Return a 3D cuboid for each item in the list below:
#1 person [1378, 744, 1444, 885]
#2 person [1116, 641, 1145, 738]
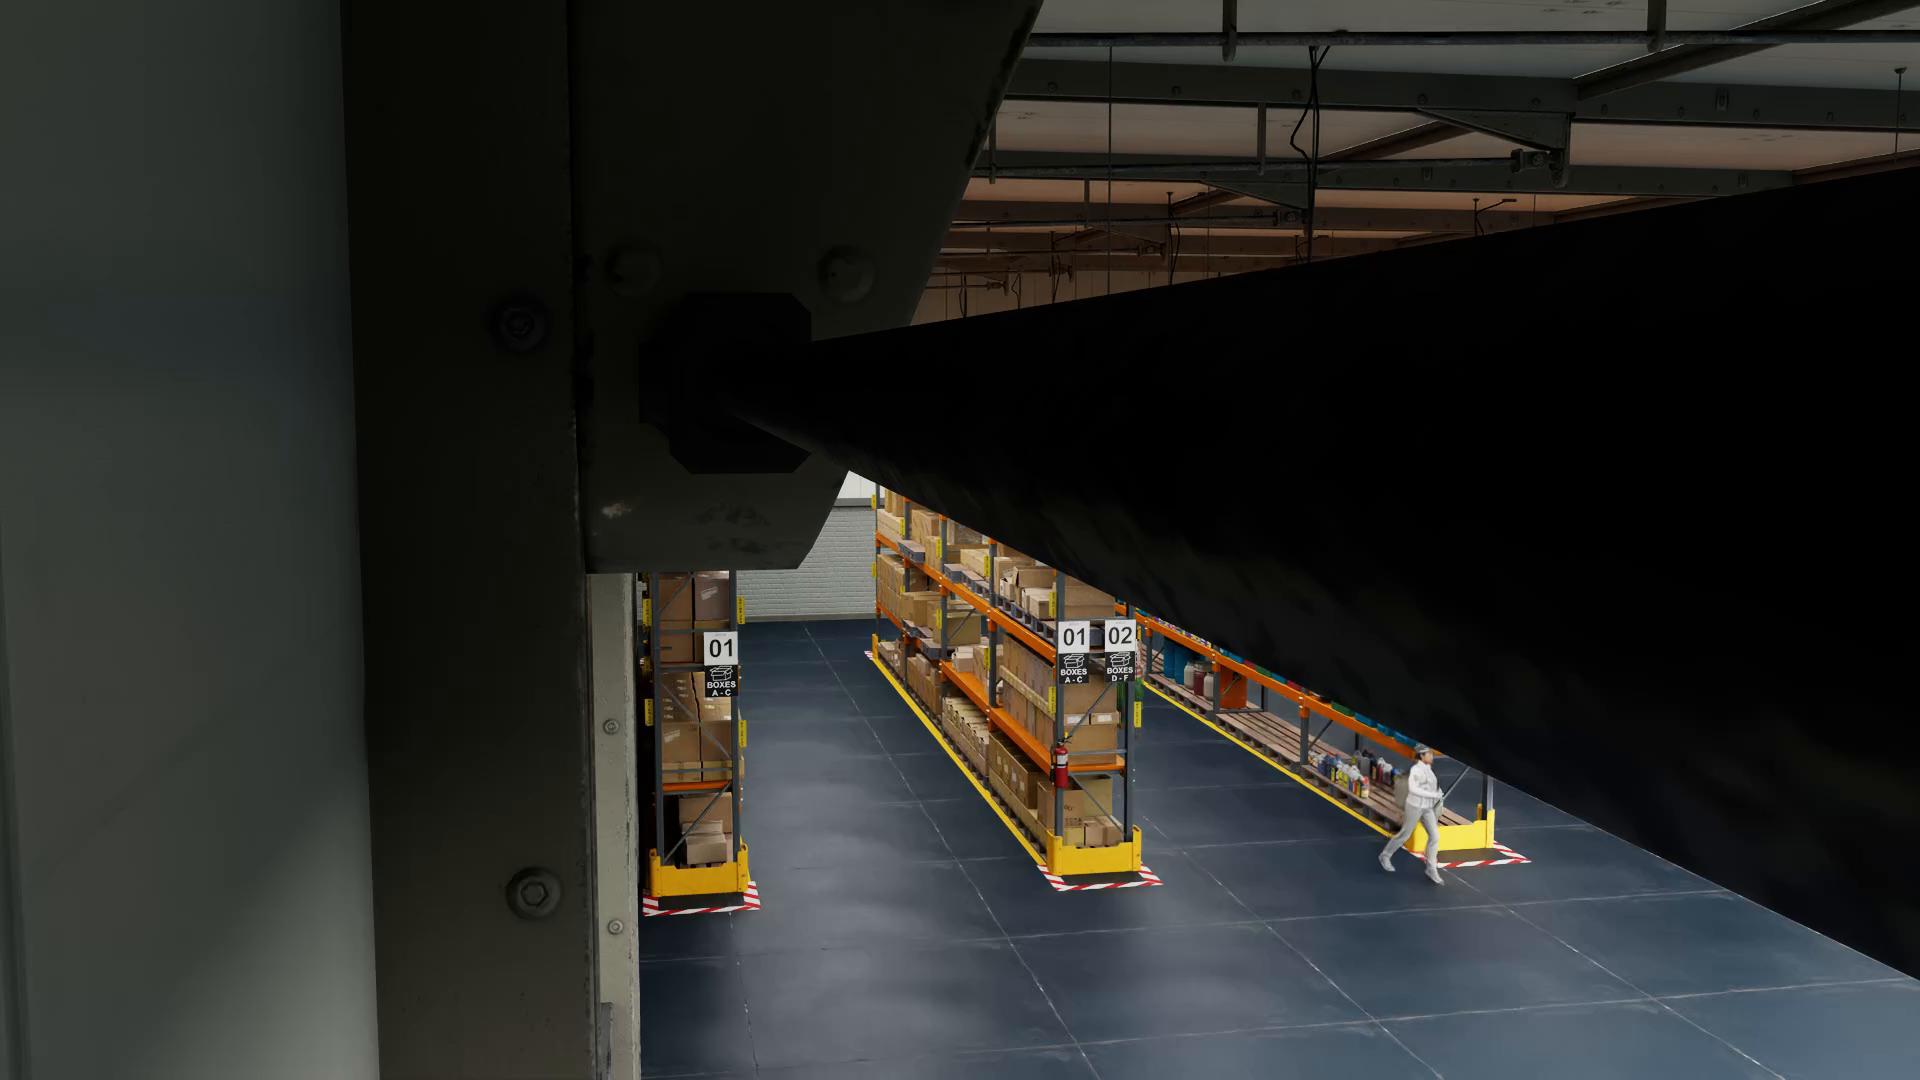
[{"bbox_3d":[5.722,3.364,20.783,0.875,1.706,0.643,5,8,41],"label":"person"},{"bbox_3d":[2.844,2.350,27.693,0.632,1.879,0.693,-2,6,-23],"label":"person"}]
